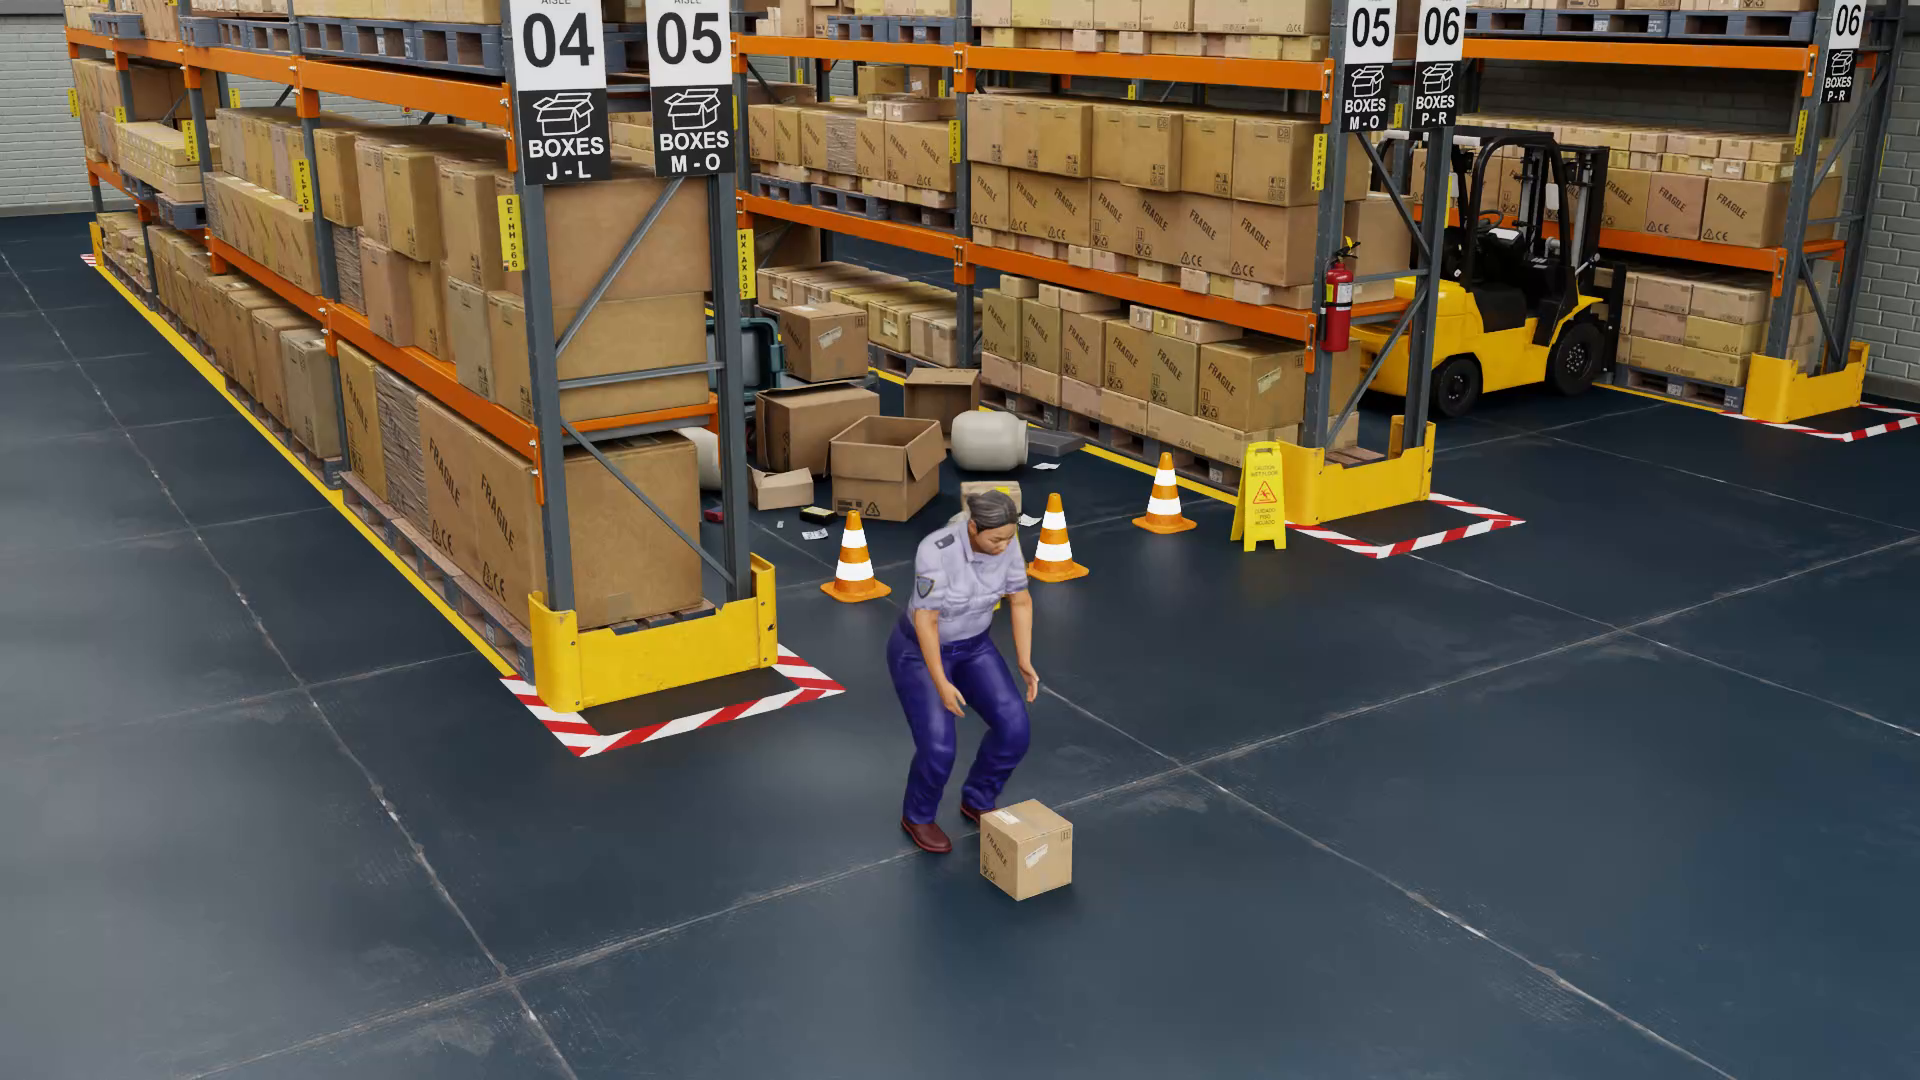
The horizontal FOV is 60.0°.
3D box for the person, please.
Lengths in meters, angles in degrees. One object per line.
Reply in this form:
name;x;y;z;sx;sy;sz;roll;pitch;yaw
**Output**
person;0.016;0.471;6.458;0.521;1.469;0.573;-11;21;-31
